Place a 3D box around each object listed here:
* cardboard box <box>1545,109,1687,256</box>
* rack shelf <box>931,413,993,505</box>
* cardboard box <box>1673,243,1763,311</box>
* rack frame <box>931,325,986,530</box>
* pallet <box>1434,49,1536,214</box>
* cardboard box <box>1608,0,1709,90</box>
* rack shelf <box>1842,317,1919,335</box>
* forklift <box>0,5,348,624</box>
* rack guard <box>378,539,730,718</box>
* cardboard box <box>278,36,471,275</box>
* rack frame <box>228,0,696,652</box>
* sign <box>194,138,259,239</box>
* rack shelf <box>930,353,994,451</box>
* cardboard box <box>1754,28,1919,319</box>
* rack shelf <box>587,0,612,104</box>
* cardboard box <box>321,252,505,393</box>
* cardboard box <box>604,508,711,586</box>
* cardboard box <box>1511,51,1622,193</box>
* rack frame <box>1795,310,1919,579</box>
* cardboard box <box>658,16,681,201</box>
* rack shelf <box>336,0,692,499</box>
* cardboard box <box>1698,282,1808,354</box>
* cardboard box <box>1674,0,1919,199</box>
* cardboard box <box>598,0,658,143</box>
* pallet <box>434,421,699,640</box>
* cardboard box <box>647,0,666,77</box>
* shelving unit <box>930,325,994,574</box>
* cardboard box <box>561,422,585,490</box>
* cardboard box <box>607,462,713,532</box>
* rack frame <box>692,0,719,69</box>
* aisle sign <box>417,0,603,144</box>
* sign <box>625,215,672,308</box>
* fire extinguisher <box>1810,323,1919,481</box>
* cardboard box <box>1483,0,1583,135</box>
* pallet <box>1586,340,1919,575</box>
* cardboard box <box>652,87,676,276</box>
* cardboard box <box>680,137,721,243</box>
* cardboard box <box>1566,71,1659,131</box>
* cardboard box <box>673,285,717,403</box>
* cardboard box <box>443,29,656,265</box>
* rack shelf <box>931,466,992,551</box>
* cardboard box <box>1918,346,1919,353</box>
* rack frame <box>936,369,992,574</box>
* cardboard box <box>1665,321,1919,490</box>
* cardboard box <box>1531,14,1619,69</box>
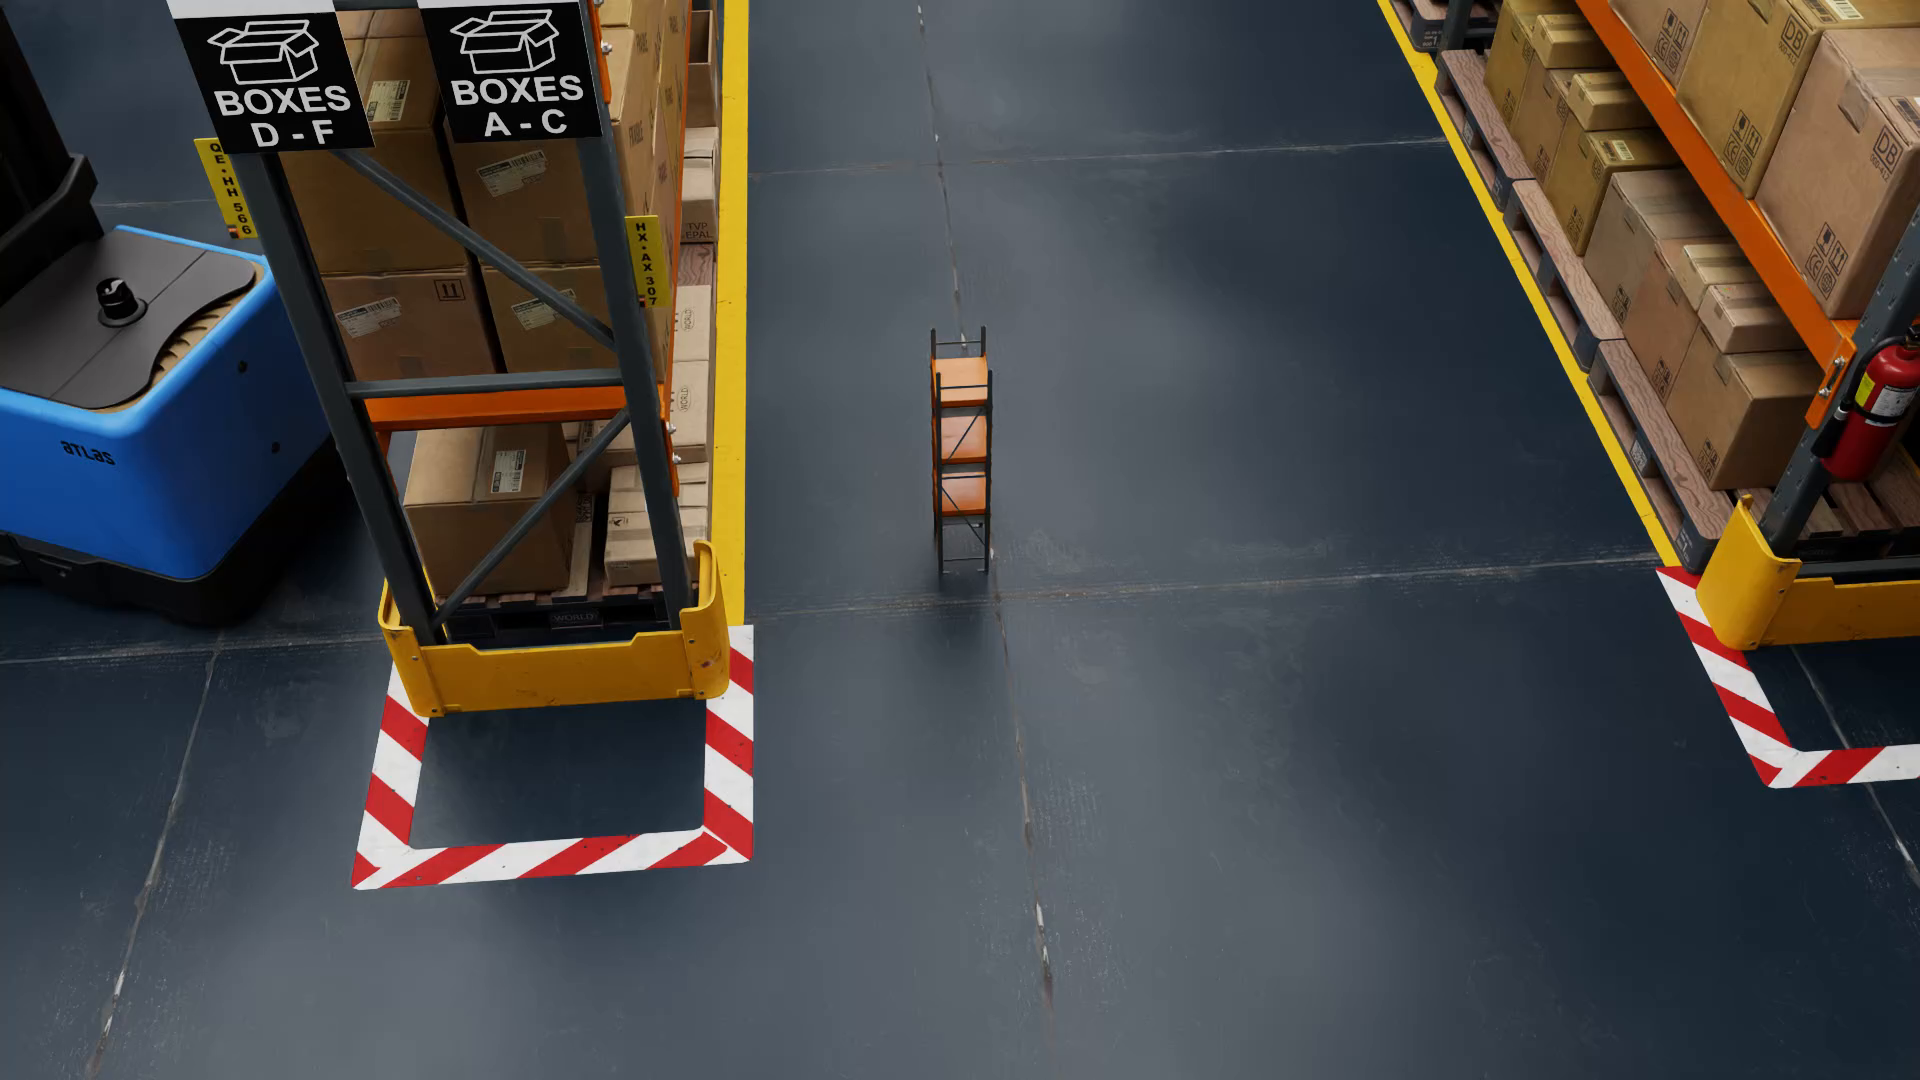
[{"bbox_3d":[3.189,-1.679,7.706,0.700,0.500,0.500,-3,47,-2],"label":"cardboard box"},{"bbox_3d":[0.004,-0.315,6.340,0.215,0.259,0.240,-3,47,-3],"label":"rack shelf"},{"bbox_3d":[3.111,-1.057,6.671,0.380,0.149,0.250,-2,47,-2],"label":"cardboard box"},{"bbox_3d":[-0.006,-0.411,6.416,0.200,1.050,0.008,-3,47,-3],"label":"rack frame"},{"bbox_3d":[3.134,-2.163,8.653,1.003,0.211,1.213,-3,47,-3],"label":"pallet"},{"bbox_3d":[3.304,-2.332,6.686,0.980,0.700,0.700,-6,47,-5],"label":"cardboard box"},{"bbox_3d":[3.316,-2.049,6.986,0.919,0.124,3.809,-3,47,-3],"label":"rack shelf"},{"bbox_3d":[-4.082,-1.325,5.986,3.031,2.935,1.130,14,48,13],"label":"forklift"},{"bbox_3d":[-1.459,0.326,6.097,1.175,0.500,0.348,-3,47,-3],"label":"rack guard"},{"bbox_3d":[-1.764,-1.162,5.027,0.500,0.500,0.500,-4,47,-4],"label":"cardboard box"},{"bbox_3d":[-1.452,-0.479,5.137,1.000,3.000,0.127,-3,47,-3],"label":"rack frame"},{"bbox_3d":[-2.007,-0.966,4.584,0.100,0.325,0.005,-3,47,-3],"label":"sign"},{"bbox_3d":[0.004,-0.510,6.134,0.215,0.259,0.240,-3,47,-3],"label":"rack shelf"},{"bbox_3d":[3.431,-1.254,5.665,0.980,0.700,0.700,-2,47,-1],"label":"cardboard box"},{"bbox_3d":[-1.620,-2.710,5.680,1.077,0.370,4.000,-3,47,-3],"label":"rack shelf"},{"bbox_3d":[-1.761,-0.820,5.392,0.500,0.500,0.500,-2,47,-2],"label":"cardboard box"},{"bbox_3d":[-1.145,0.027,6.319,0.380,0.149,0.250,-3,47,-3],"label":"cardboard box"},{"bbox_3d":[3.148,-2.050,8.058,0.700,0.500,0.500,-4,47,-4],"label":"cardboard box"},{"bbox_3d":[3.480,-0.782,5.425,0.949,2.616,0.053,-3,47,-3],"label":"rack frame"},{"bbox_3d":[-1.314,-1.586,6.117,0.500,0.500,0.500,-4,47,-3],"label":"cardboard box"},{"bbox_3d":[-1.620,-1.678,6.769,1.077,0.370,4.000,-3,47,-3],"label":"rack shelf"},{"bbox_3d":[3.133,-0.872,6.496,0.380,0.149,0.250,-4,47,-4],"label":"cardboard box"},{"bbox_3d":[3.359,-1.780,6.163,0.980,0.700,0.700,-4,47,-4],"label":"cardboard box"},{"bbox_3d":[-1.278,-1.572,5.415,0.500,0.500,0.500,-3,47,-3],"label":"cardboard box"},{"bbox_3d":[-1.526,-0.151,6.748,1.003,0.211,1.213,-3,47,-3],"label":"pallet"},{"bbox_3d":[-1.315,-1.934,5.758,0.500,0.500,0.500,-3,47,-3],"label":"cardboard box"},{"bbox_3d":[0.004,-0.322,6.332,0.215,1.050,0.252,-3,47,-3],"label":"shelving unit"},{"bbox_3d":[-1.688,-0.332,6.647,0.380,0.166,0.250,-3,47,-3],"label":"cardboard box"},{"bbox_3d":[-1.166,-0.160,6.484,0.380,0.166,0.250,-3,47,-3],"label":"cardboard box"},{"bbox_3d":[-1.787,-3.373,7.878,1.000,3.000,0.127,-3,47,-3],"label":"rack frame"},{"bbox_3d":[-1.154,-1.341,4.164,0.394,0.787,0.004,-3,47,-3],"label":"aisle sign"},{"bbox_3d":[-0.912,-0.809,4.854,0.100,0.325,0.005,-3,47,-3],"label":"sign"},{"bbox_3d":[3.036,-0.490,5.459,0.296,0.674,0.183,-3,47,-3],"label":"fire extinguisher"},{"bbox_3d":[3.109,-2.414,8.403,0.700,0.500,0.500,-3,47,-3],"label":"cardboard box"},{"bbox_3d":[3.339,-0.397,6.981,1.003,0.211,1.213,-3,47,-3],"label":"pallet"},{"bbox_3d":[-1.275,-1.223,5.773,0.500,0.500,0.500,-4,47,-4],"label":"cardboard box"},{"bbox_3d":[-1.394,-1.662,7.807,0.500,0.311,0.500,-3,47,-3],"label":"cardboard box"},{"bbox_3d":[3.000,-2.000,7.564,0.380,0.149,0.250,-5,47,-4],"label":"cardboard box"},{"bbox_3d":[-1.299,-0.818,7.050,0.500,0.250,0.500,-3,47,-3],"label":"cardboard box"},{"bbox_3d":[-1.227,-1.194,5.057,0.500,0.500,0.500,-2,47,-2],"label":"cardboard box"},{"bbox_3d":[0.004,-0.124,6.542,0.215,0.259,0.240,-3,47,-3],"label":"rack shelf"},{"bbox_3d":[3.535,-0.712,6.344,0.380,0.149,0.250,-3,47,-3],"label":"cardboard box"},{"bbox_3d":[0.015,-0.234,6.249,0.200,1.050,0.008,-3,47,-3],"label":"rack frame"},{"bbox_3d":[3.325,-0.568,6.654,0.700,0.500,0.500,-3,47,-3],"label":"cardboard box"},{"bbox_3d":[2.956,-2.378,7.922,0.380,0.149,0.250,-2,47,-2],"label":"cardboard box"}]
